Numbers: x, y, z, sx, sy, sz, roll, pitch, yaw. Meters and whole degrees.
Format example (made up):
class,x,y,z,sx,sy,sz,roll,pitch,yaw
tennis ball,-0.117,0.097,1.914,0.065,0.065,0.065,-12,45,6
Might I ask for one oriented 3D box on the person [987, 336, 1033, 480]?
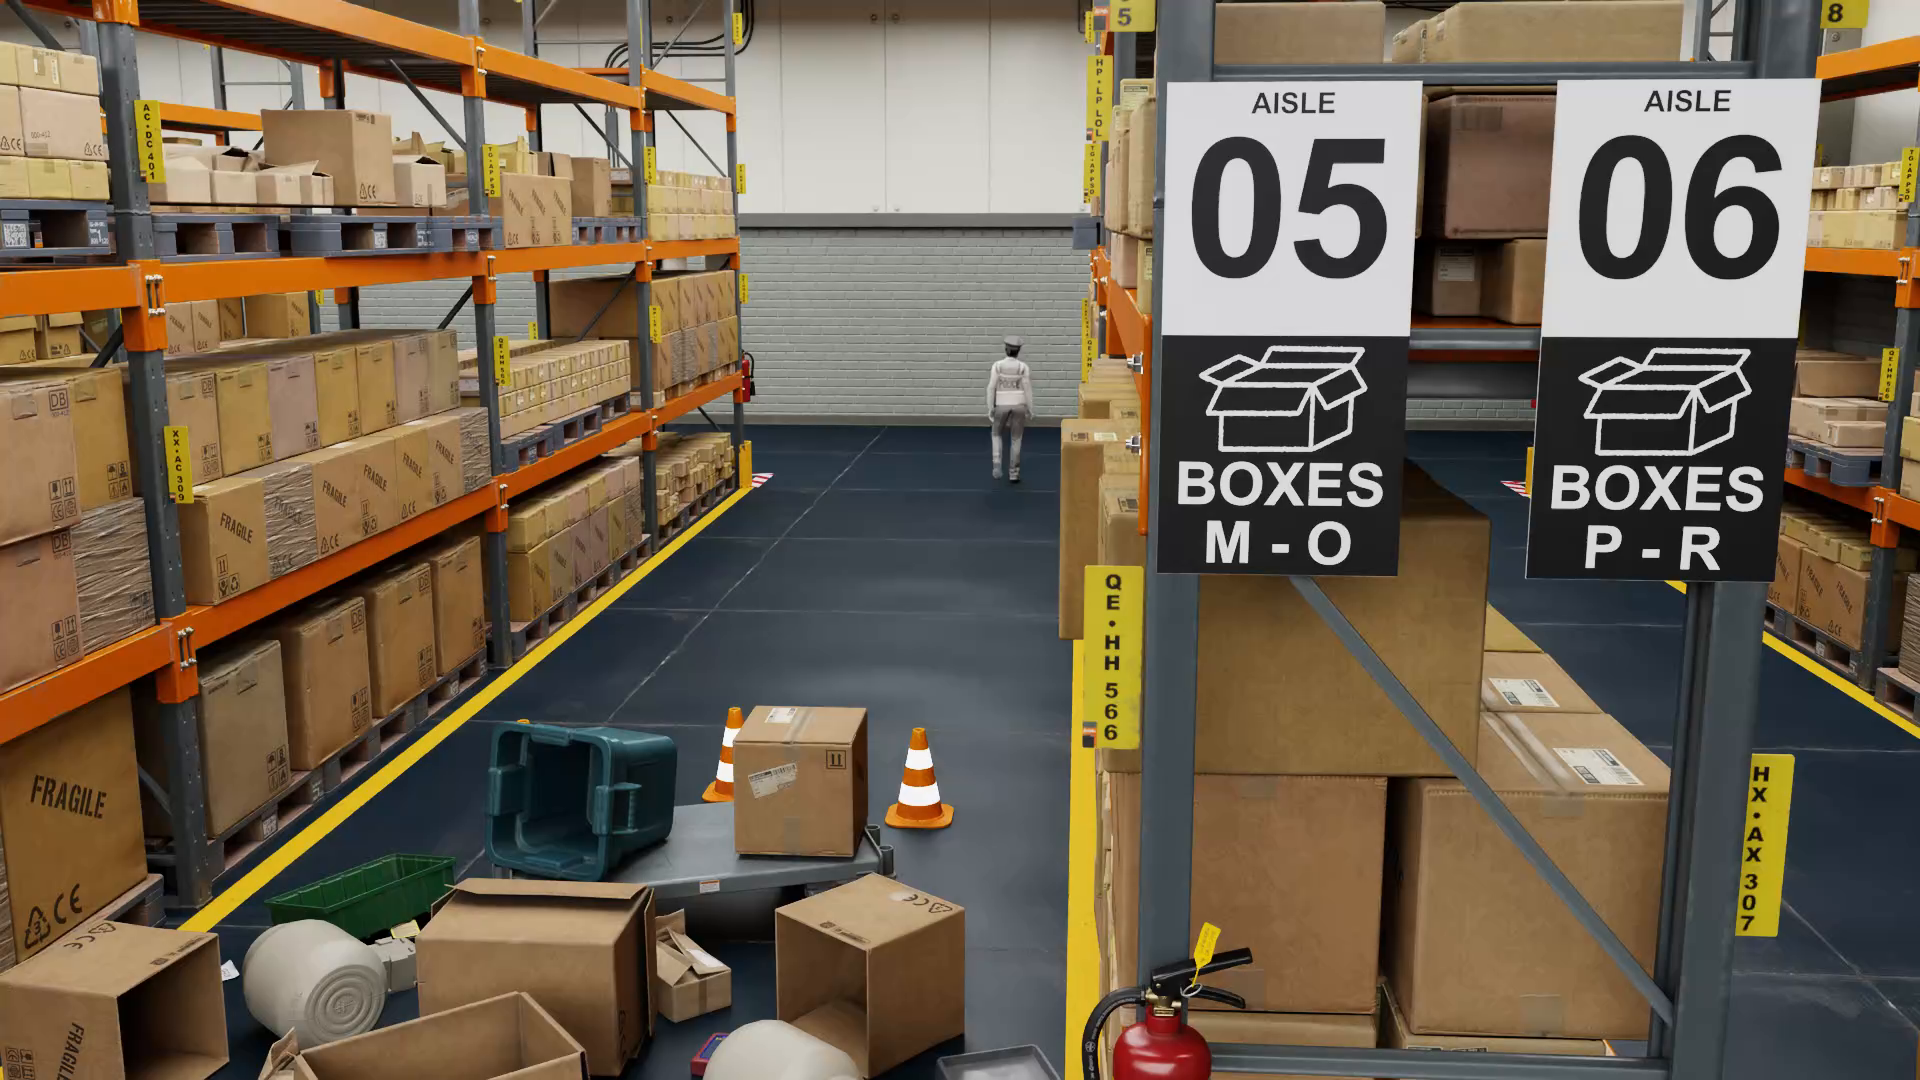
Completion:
class,x,y,z,sx,sy,sz,roll,pitch,yaw
person,0.575,-1.515,19.233,0.526,1.666,0.457,1,11,6
